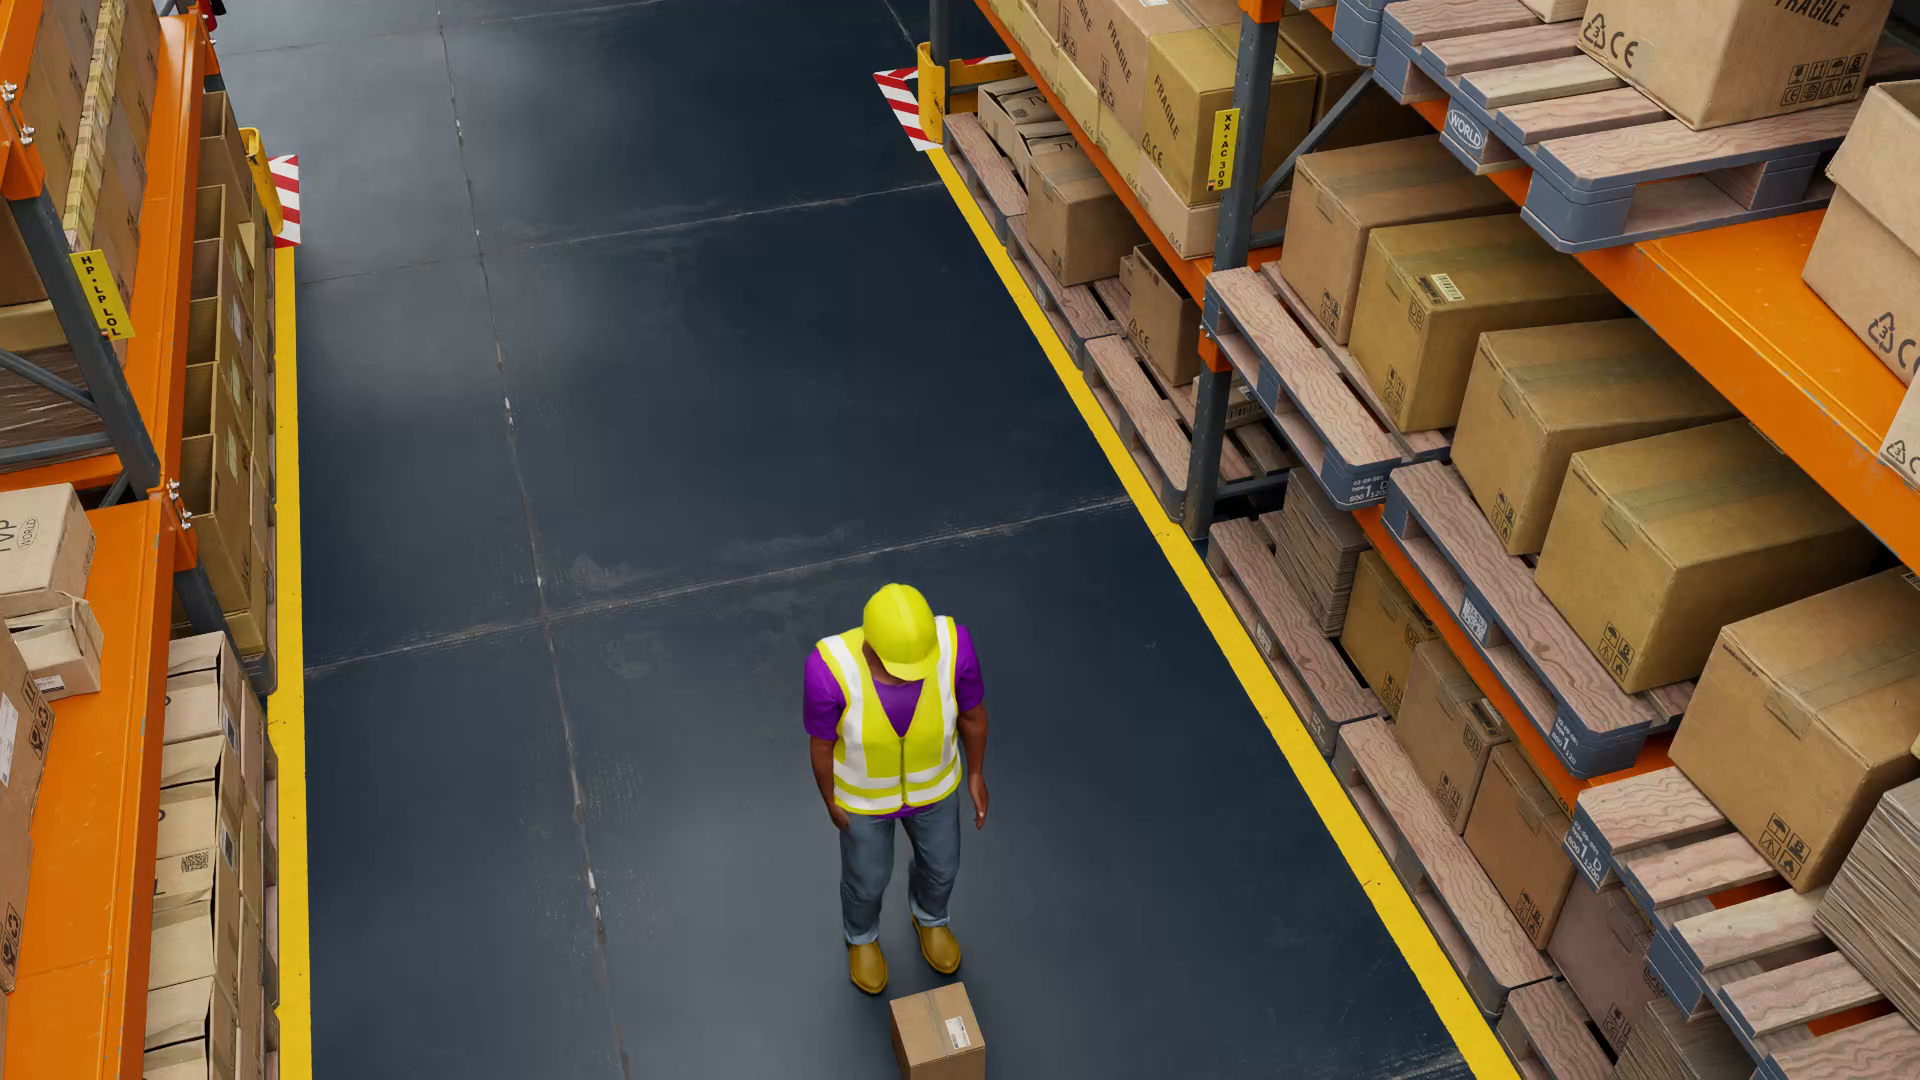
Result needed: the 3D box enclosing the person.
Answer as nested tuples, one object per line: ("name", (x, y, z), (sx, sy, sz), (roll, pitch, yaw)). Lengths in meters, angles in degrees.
("person", (-0.186, 0.779, 5.288), (0.573, 1.752, 0.384), (-11, 43, -12))
